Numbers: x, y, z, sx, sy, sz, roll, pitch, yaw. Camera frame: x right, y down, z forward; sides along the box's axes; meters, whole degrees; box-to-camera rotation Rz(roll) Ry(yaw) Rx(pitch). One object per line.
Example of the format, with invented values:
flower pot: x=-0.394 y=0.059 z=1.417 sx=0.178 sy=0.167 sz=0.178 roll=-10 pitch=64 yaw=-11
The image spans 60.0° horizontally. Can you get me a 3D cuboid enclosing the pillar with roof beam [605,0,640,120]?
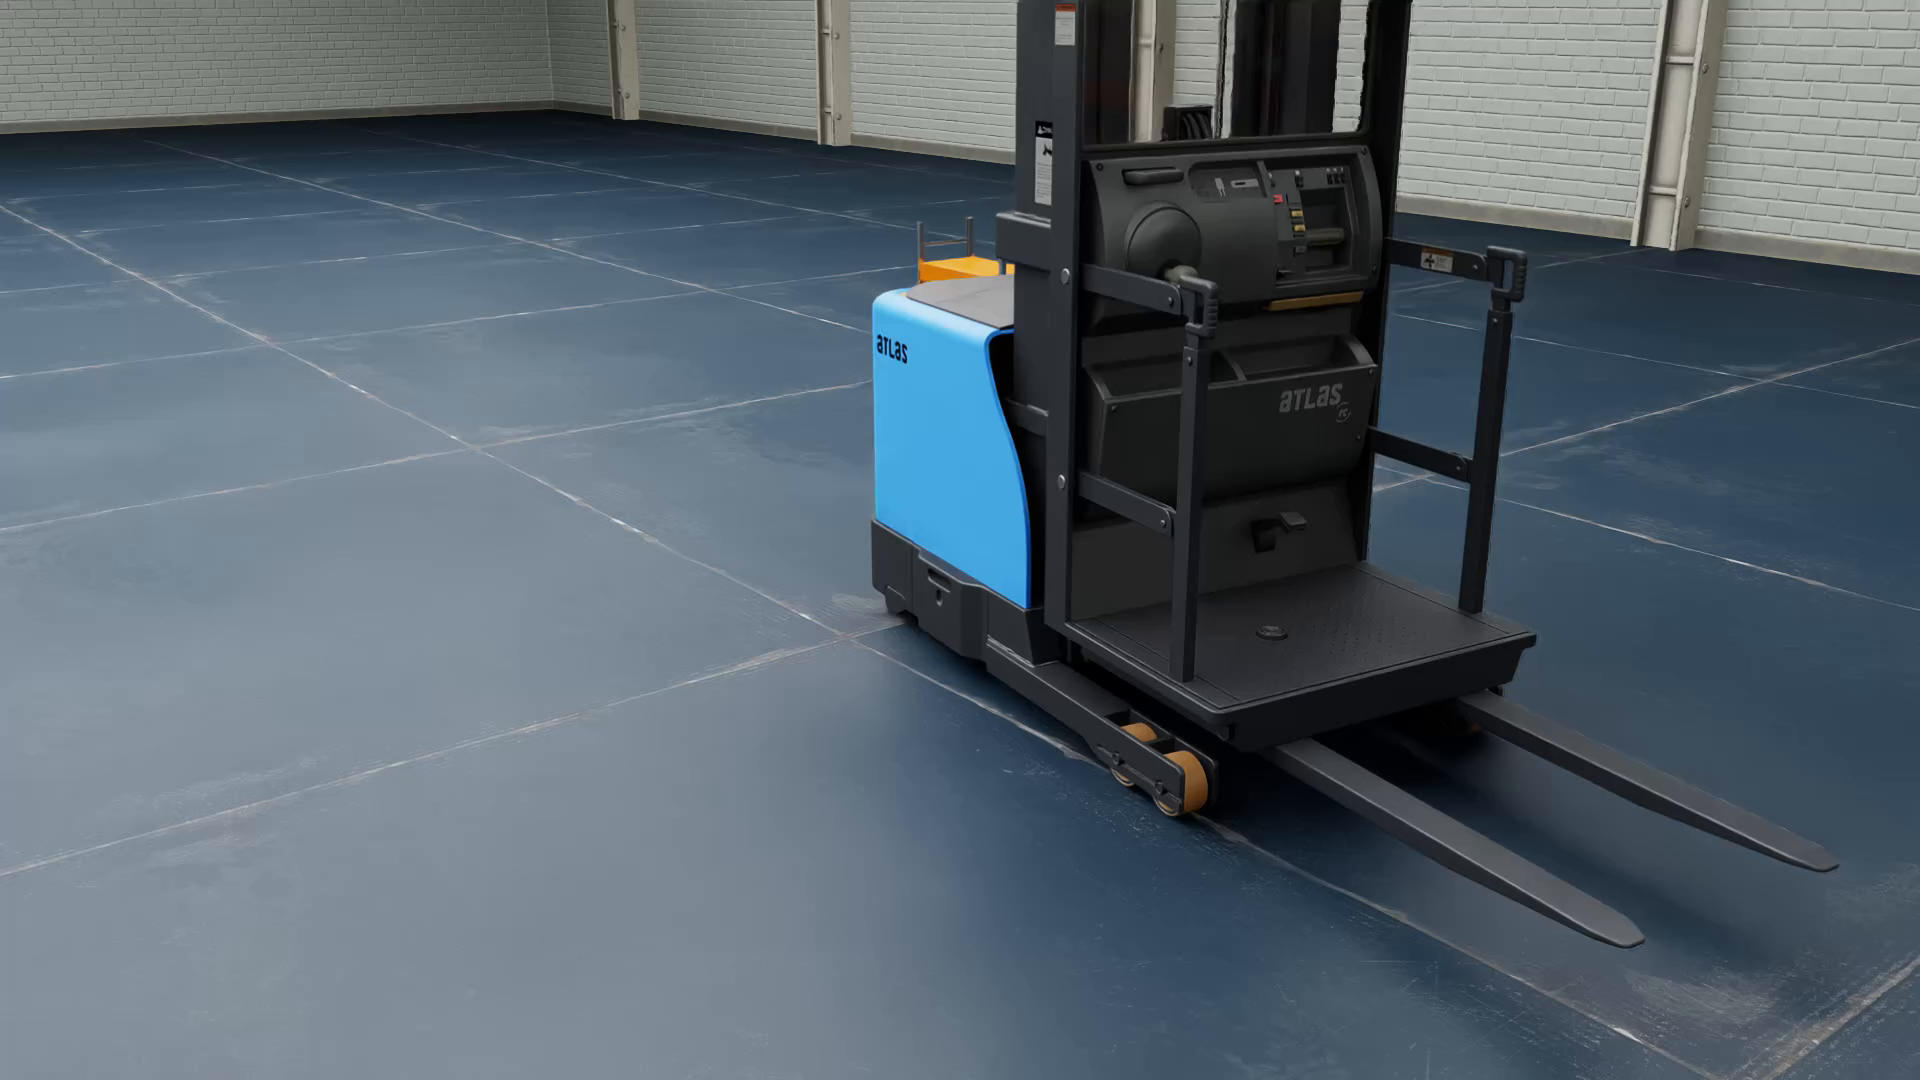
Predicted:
pillar with roof beam: x=-8.792 y=-10.275 z=23.079 sx=9.100 sy=9.000 sz=0.400 roll=-14 pitch=23 yaw=-36

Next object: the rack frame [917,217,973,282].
rack frame: x=-0.053 y=-0.602 z=6.272 sx=0.240 sy=1.200 sz=0.015 roll=-13 pitch=22 yaw=-34

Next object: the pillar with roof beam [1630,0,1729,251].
pillar with roof beam: x=2.384 y=-5.840 z=9.684 sx=9.100 sy=9.000 sz=0.400 roll=-14 pitch=23 yaw=-36

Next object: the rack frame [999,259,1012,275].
rack frame: x=0.235 y=-0.478 z=5.898 sx=0.240 sy=1.200 sz=0.015 roll=-13 pitch=22 yaw=-34

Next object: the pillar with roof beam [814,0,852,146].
pillar with roof beam: x=-5.067 y=-8.797 z=18.614 sx=9.100 sy=9.000 sz=0.400 roll=-14 pitch=23 yaw=-36

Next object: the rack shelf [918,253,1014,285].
rack shelf: x=0.091 y=-0.913 z=5.961 sx=0.258 sy=0.148 sz=0.480 roll=-13 pitch=22 yaw=-34

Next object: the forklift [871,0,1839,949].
forklift: x=0.856 y=-0.850 z=4.267 sx=1.130 sy=2.935 sz=3.031 roll=-10 pitch=21 yaw=-28

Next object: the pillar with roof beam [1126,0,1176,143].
pillar with roof beam: x=-1.341 y=-7.319 z=14.149 sx=9.100 sy=9.000 sz=0.400 roll=-14 pitch=23 yaw=-36

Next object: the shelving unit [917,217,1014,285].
shelving unit: x=0.091 y=-0.540 z=6.085 sx=0.258 sy=1.200 sz=0.503 roll=-13 pitch=22 yaw=-34
